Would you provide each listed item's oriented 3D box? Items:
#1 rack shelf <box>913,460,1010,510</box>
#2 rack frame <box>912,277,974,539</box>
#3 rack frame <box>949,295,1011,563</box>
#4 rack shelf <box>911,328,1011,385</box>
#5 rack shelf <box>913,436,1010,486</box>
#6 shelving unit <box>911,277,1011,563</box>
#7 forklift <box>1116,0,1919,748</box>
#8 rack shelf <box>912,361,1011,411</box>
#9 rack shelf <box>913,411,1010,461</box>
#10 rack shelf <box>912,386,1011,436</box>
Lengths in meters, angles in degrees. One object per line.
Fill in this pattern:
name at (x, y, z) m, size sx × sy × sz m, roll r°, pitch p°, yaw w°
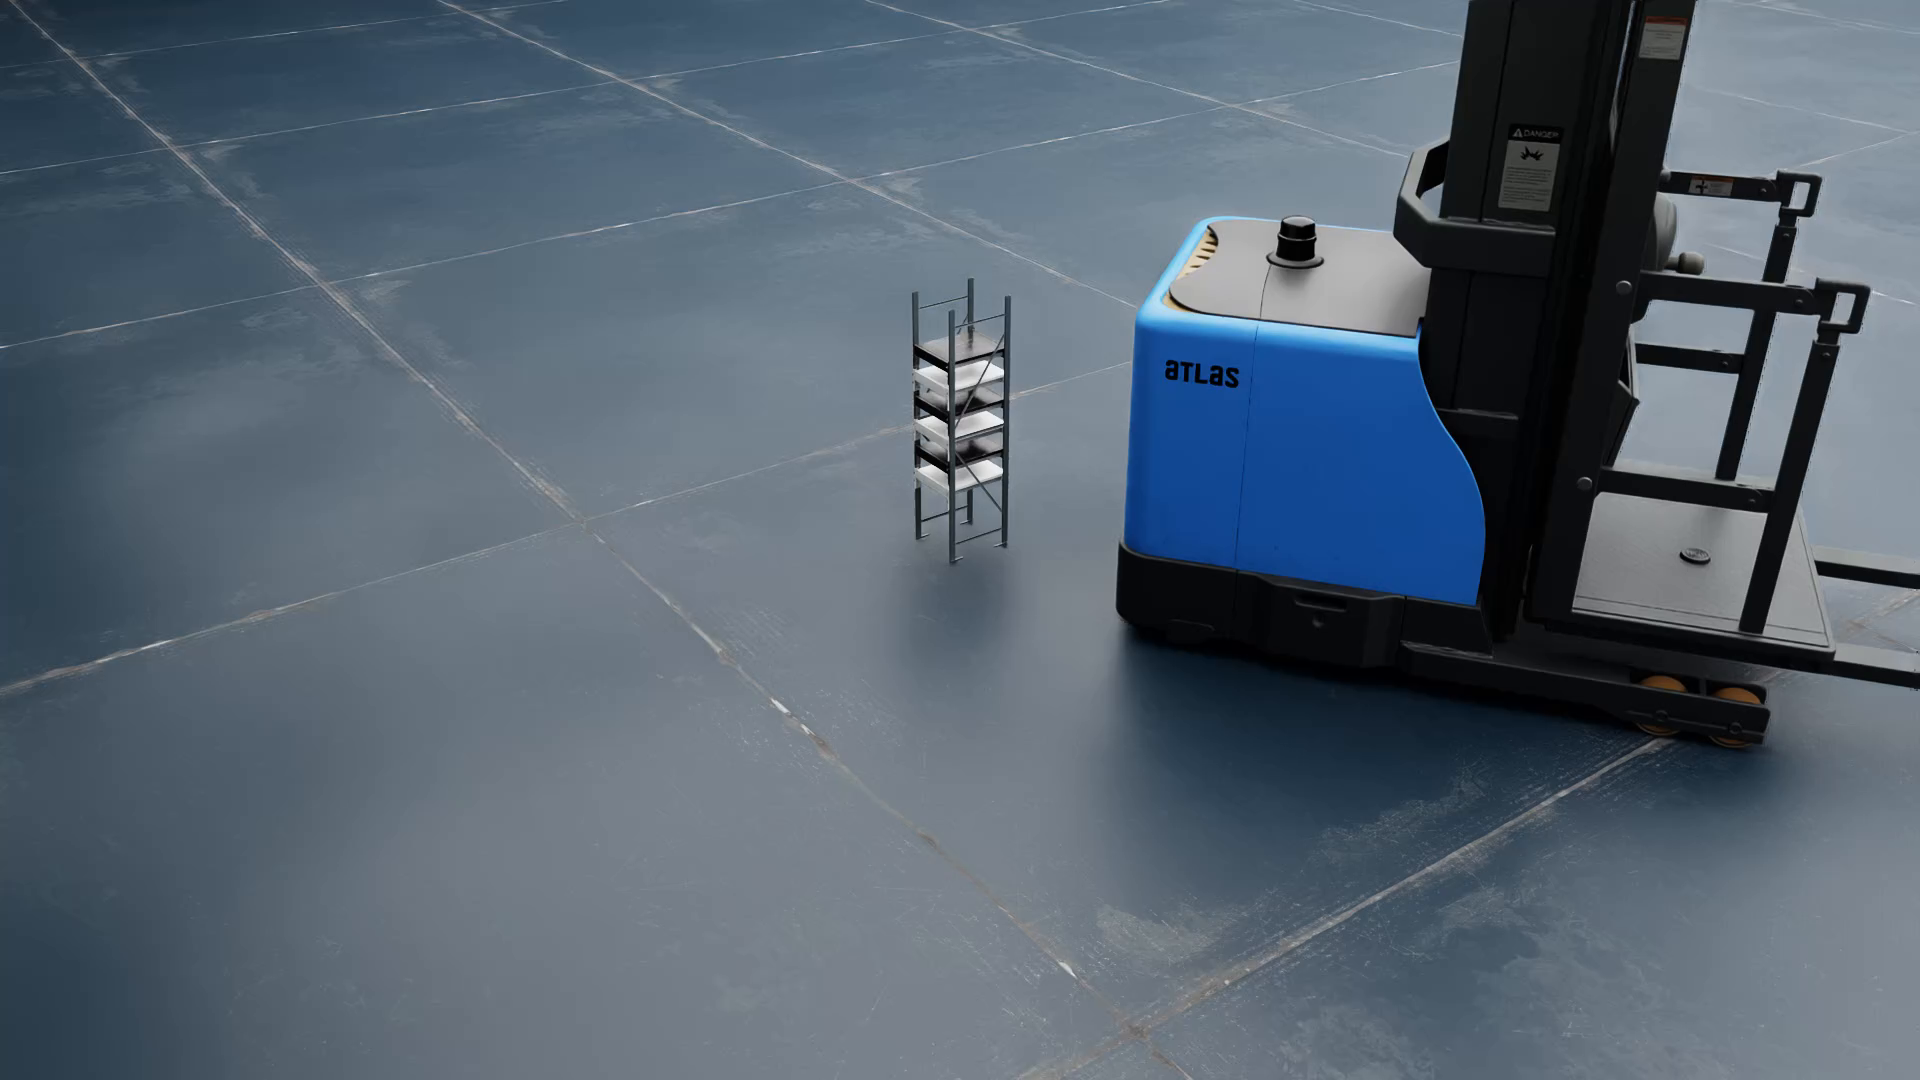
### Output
rack shelf at (0.005, -0.205, 5.631) m, size 0.258 × 0.077 × 0.200 m, roll -19°, pitch 34°, yaw -31°
rack frame at (-0.054, -0.432, 5.602) m, size 0.240 × 0.900 × 0.006 m, roll -19°, pitch 34°, yaw -31°
rack frame at (0.064, -0.353, 5.457) m, size 0.240 × 0.900 × 0.006 m, roll -19°, pitch 34°, yaw -31°
rack shelf at (0.005, -0.600, 5.416) m, size 0.258 × 0.077 × 0.200 m, roll -19°, pitch 34°, yaw -31°
rack shelf at (0.005, -0.284, 5.588) m, size 0.258 × 0.077 × 0.200 m, roll -19°, pitch 34°, yaw -31°
shelving unit at (0.005, -0.392, 5.529) m, size 0.258 × 0.900 × 0.210 m, roll -19°, pitch 34°, yaw -31°
forklift at (2.062, -0.988, 4.499) m, size 3.031 × 2.935 × 1.130 m, roll 9°, pitch 30°, yaw 16°
rack shelf at (0.005, -0.521, 5.459) m, size 0.258 × 0.077 × 0.200 m, roll -19°, pitch 34°, yaw -31°
rack shelf at (0.005, -0.363, 5.545) m, size 0.258 × 0.077 × 0.200 m, roll -19°, pitch 34°, yaw -31°
rack shelf at (0.005, -0.442, 5.502) m, size 0.258 × 0.077 × 0.200 m, roll -19°, pitch 34°, yaw -31°
